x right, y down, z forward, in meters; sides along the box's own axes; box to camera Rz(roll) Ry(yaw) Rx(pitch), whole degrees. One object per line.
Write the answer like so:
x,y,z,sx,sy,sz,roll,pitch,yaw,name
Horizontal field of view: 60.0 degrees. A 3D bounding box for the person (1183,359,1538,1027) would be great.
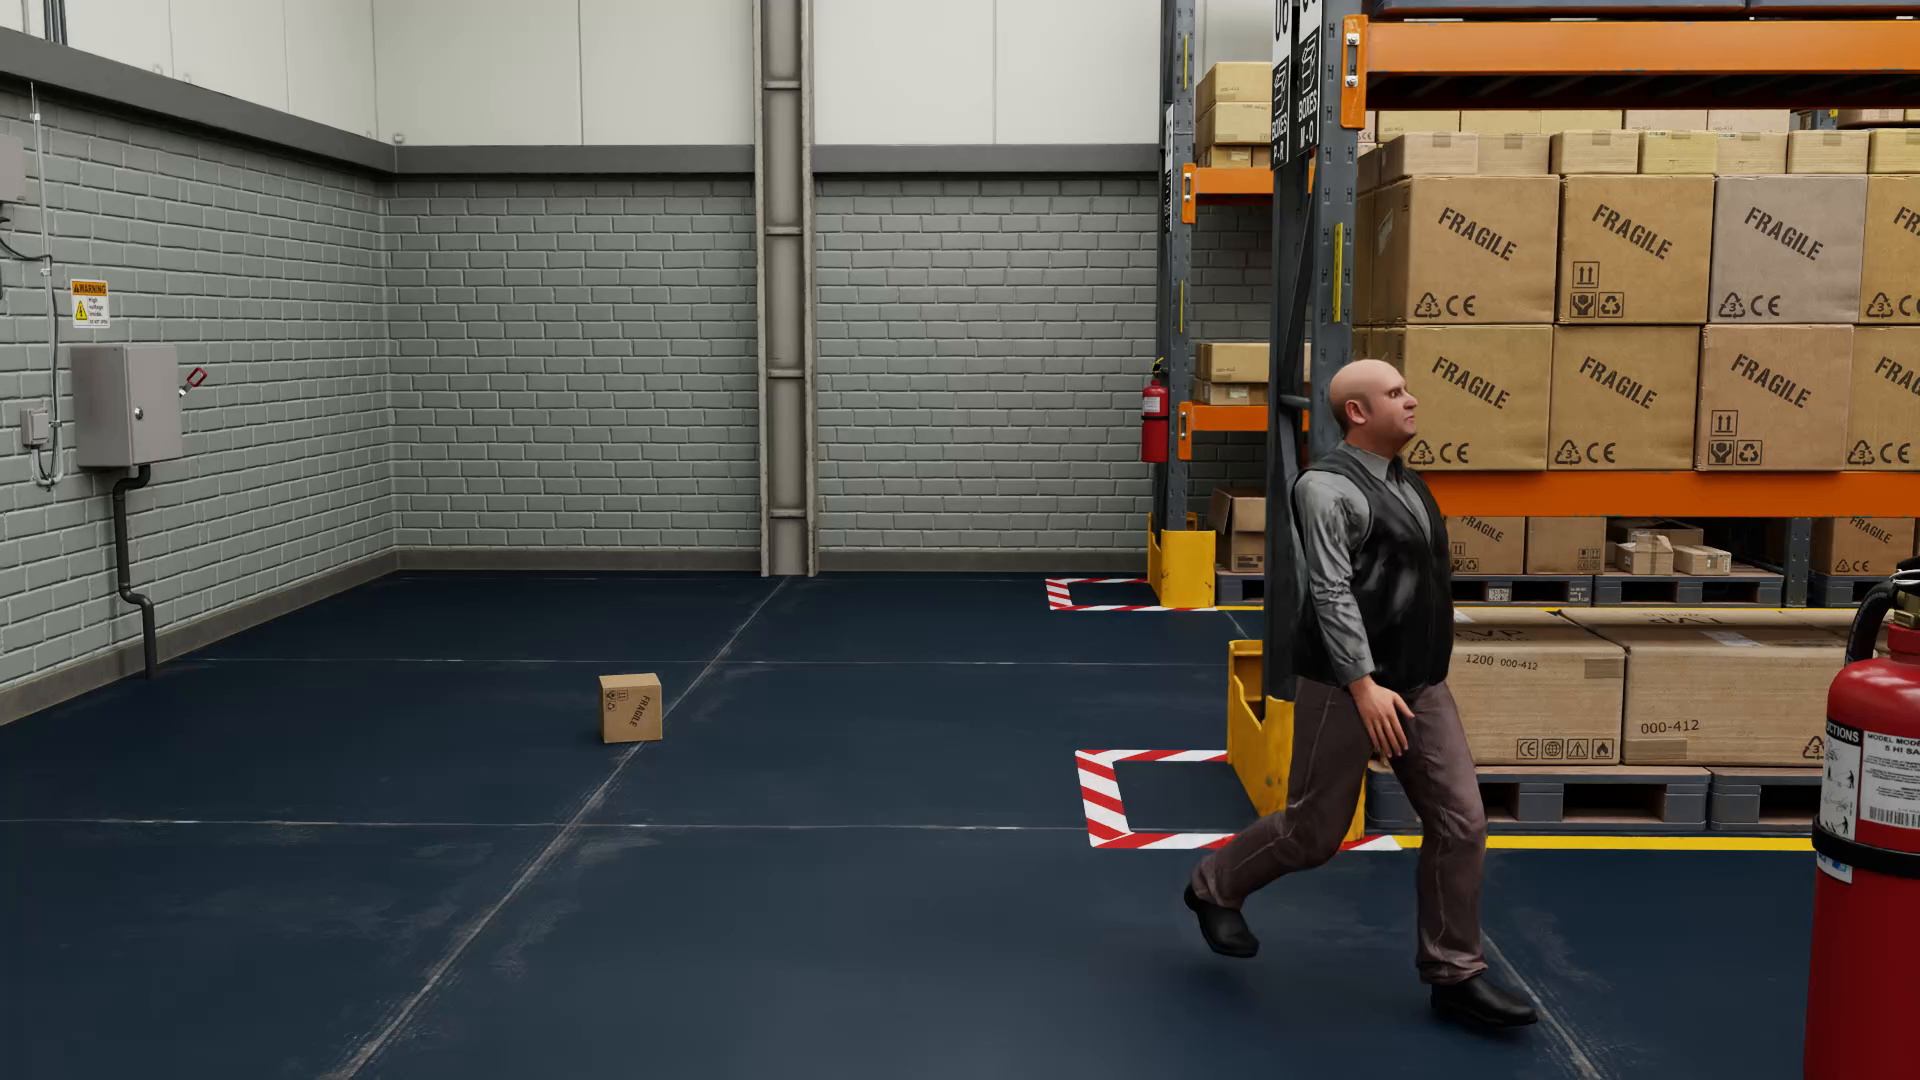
1.054,0.374,4.359,0.523,1.685,0.967,-6,9,-40,person
